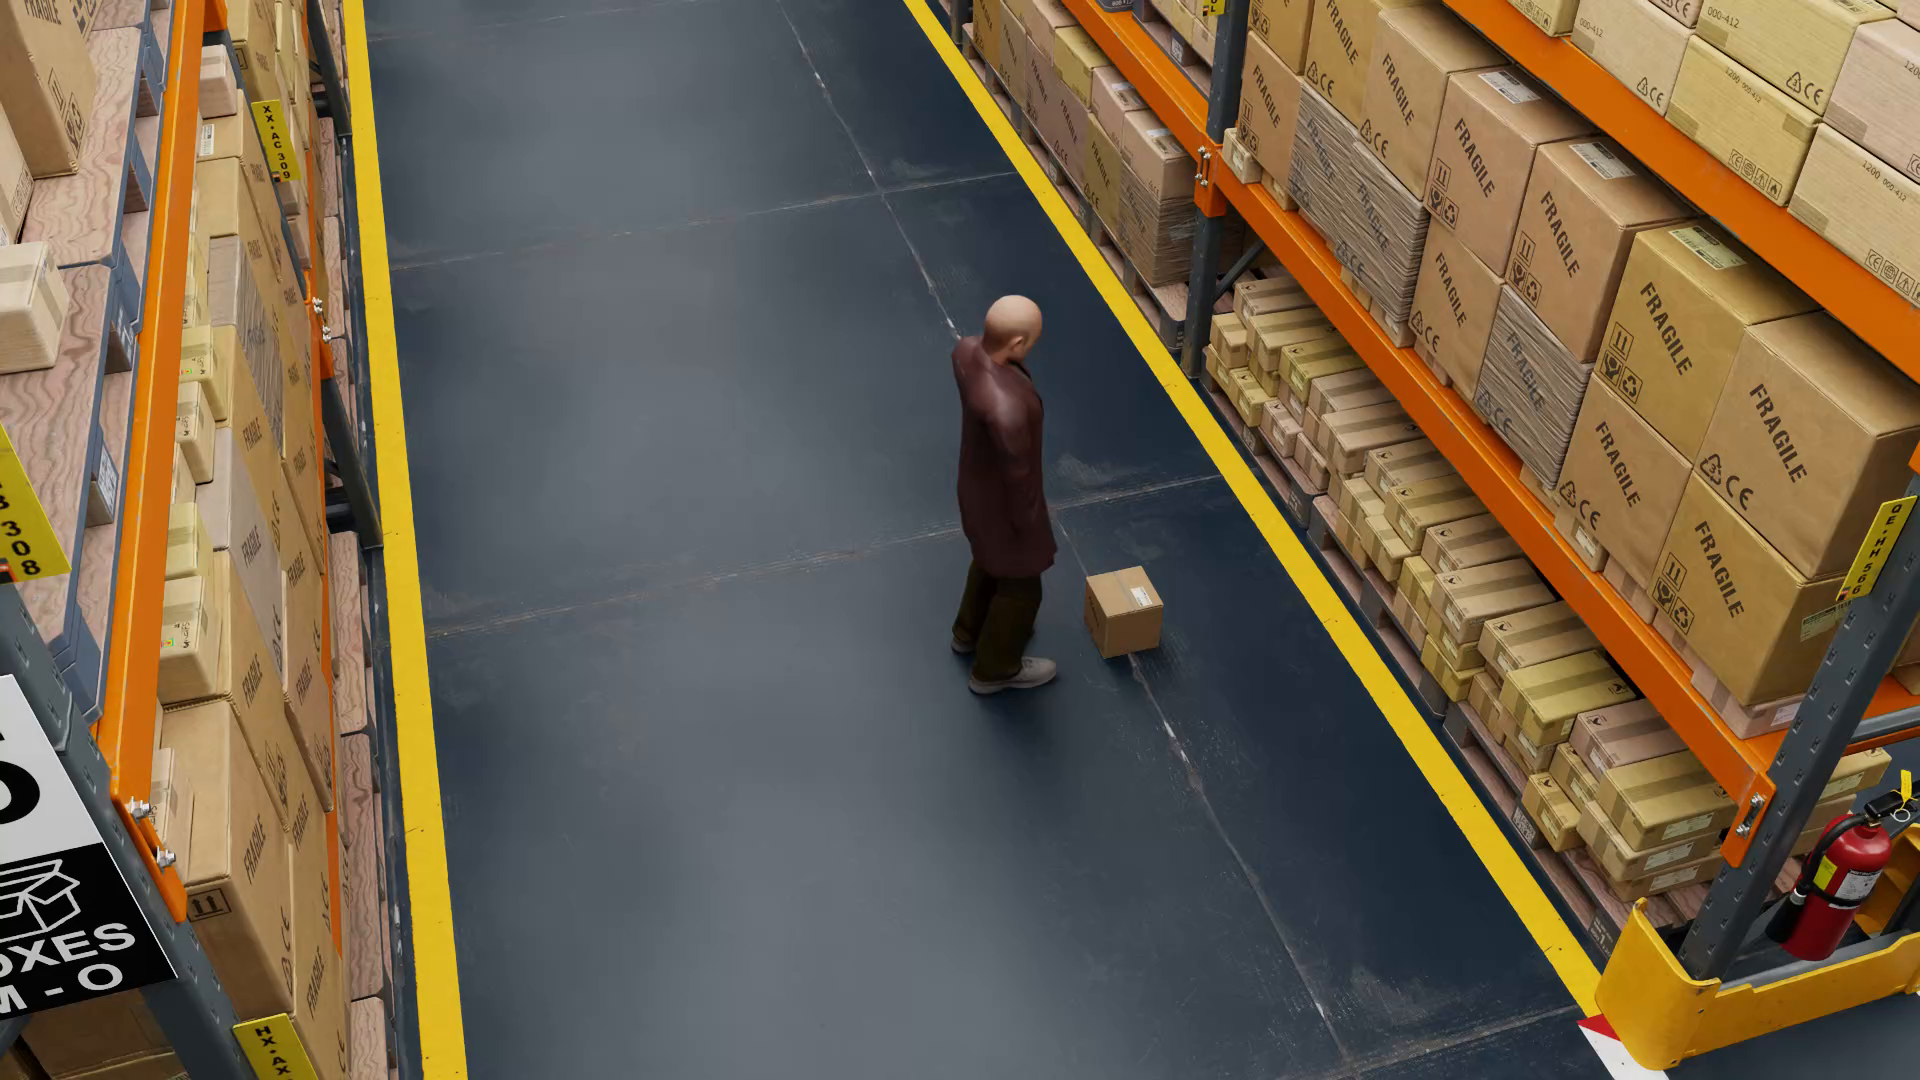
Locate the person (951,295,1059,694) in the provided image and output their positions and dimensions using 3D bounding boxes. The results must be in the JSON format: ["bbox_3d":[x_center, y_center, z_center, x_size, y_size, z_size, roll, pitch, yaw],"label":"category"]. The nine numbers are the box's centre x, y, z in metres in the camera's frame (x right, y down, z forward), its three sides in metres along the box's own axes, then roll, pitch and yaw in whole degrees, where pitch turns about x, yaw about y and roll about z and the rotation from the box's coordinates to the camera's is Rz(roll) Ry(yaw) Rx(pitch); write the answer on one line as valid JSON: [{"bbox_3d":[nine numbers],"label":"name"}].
[{"bbox_3d":[0.171,-0.177,6.385,0.383,1.765,0.567,-11,43,-12],"label":"person"}]
